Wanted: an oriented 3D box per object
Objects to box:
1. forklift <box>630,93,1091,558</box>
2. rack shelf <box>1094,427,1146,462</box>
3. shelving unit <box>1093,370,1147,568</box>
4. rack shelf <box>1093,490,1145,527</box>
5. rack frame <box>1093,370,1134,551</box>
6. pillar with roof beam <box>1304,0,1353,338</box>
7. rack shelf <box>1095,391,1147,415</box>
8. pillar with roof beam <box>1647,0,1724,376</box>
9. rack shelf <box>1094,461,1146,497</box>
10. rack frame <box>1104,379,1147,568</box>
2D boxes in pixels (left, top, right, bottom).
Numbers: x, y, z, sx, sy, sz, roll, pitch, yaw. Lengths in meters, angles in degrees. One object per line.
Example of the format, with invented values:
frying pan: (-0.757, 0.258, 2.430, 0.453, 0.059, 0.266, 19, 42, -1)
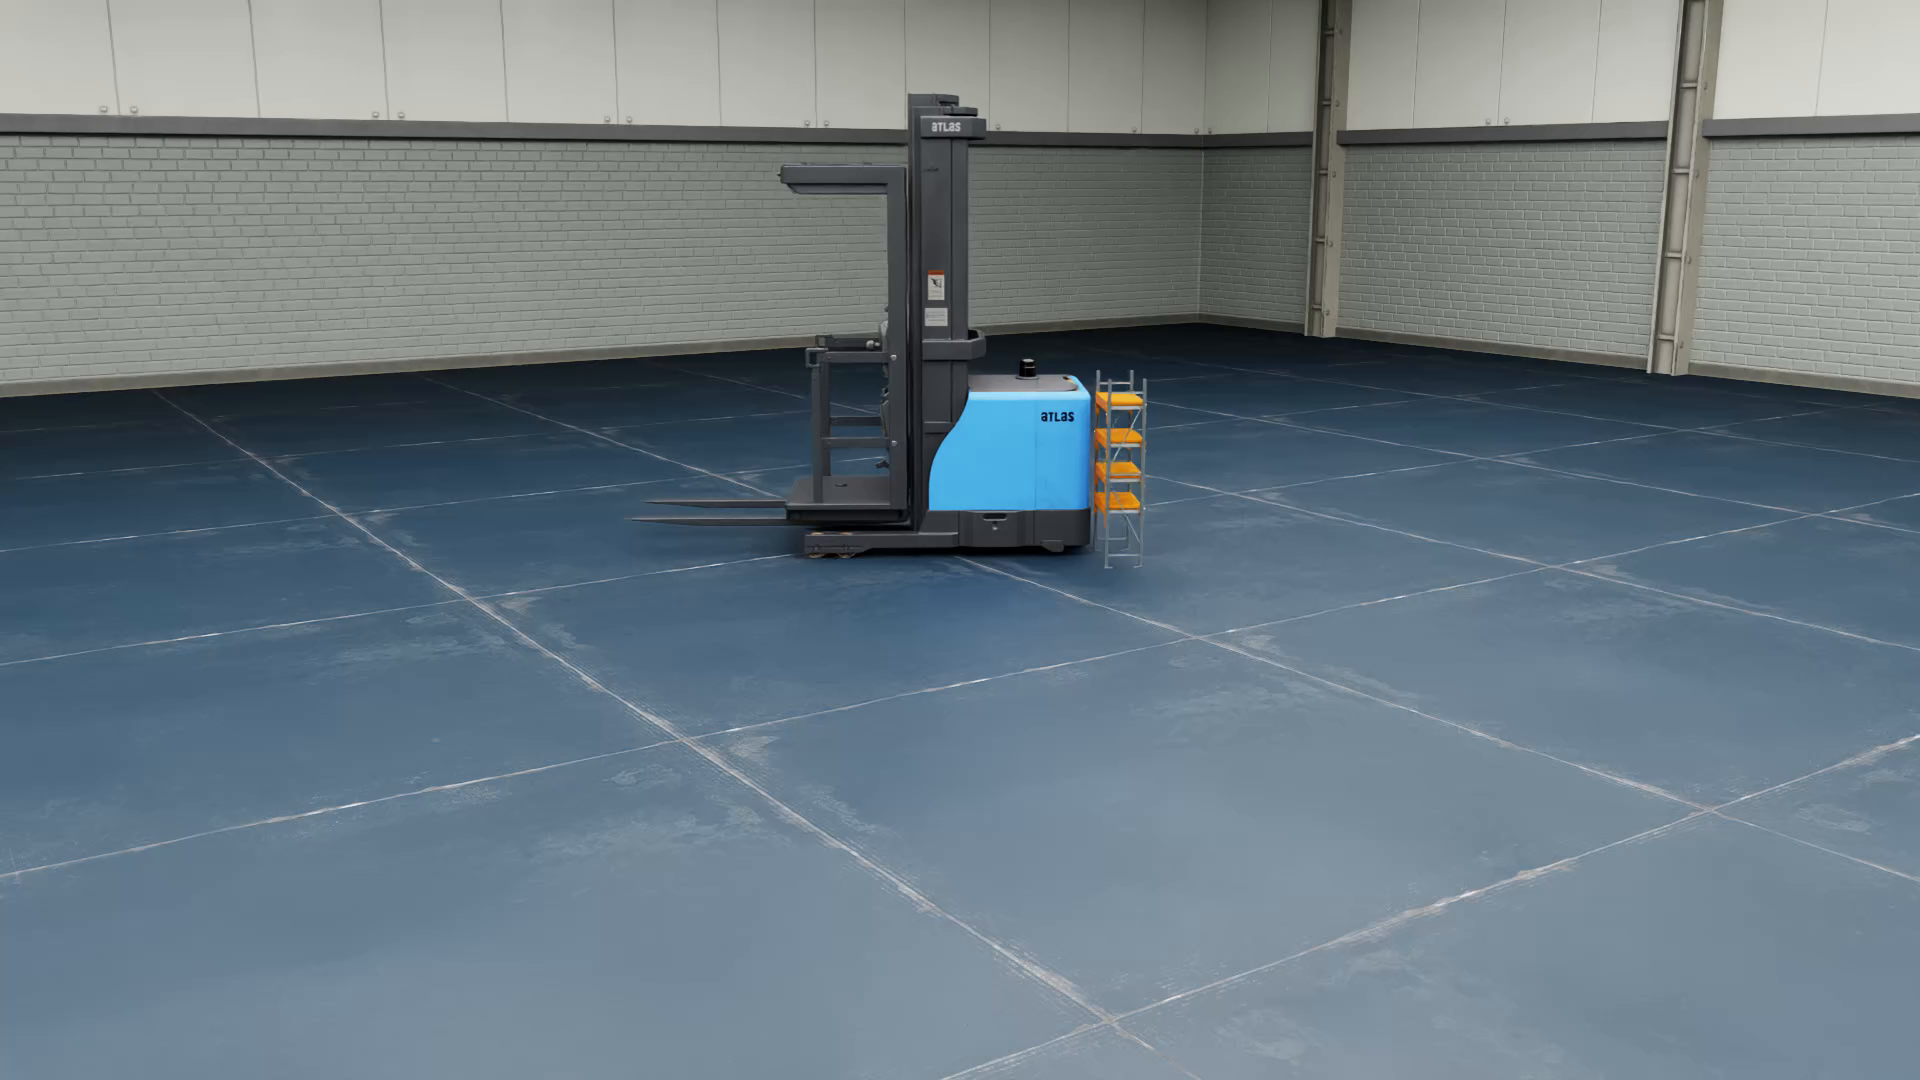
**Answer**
forklift: (-0.665, -1.429, 11.034, 3.031, 2.935, 1.130, 0, 12, -1)
rack shelf: (1.021, -0.615, 10.632, 0.258, 0.148, 0.480, -1, 12, -4)
shelving unit: (1.021, -0.462, 10.666, 0.258, 1.200, 0.503, -1, 12, -4)
rack shelf: (1.021, -0.202, 10.722, 0.258, 0.148, 0.480, -1, 12, -4)
rack frame: (1.005, -0.514, 10.903, 0.240, 1.200, 0.015, -1, 12, -4)
pillar with roof beam: (2.016, -7.055, 22.559, 9.100, 9.000, 0.400, -8, 15, -33)
rack shelf: (1.021, -0.846, 10.582, 0.258, 0.148, 0.480, -1, 12, -4)
pillar with roof beam: (5.341, -5.988, 17.679, 9.100, 9.000, 0.400, -8, 15, -33)
rack shelf: (1.021, -0.396, 10.680, 0.258, 0.148, 0.480, -1, 12, -4)
rack frame: (1.037, -0.410, 10.428, 0.240, 1.200, 0.015, -1, 12, -4)
